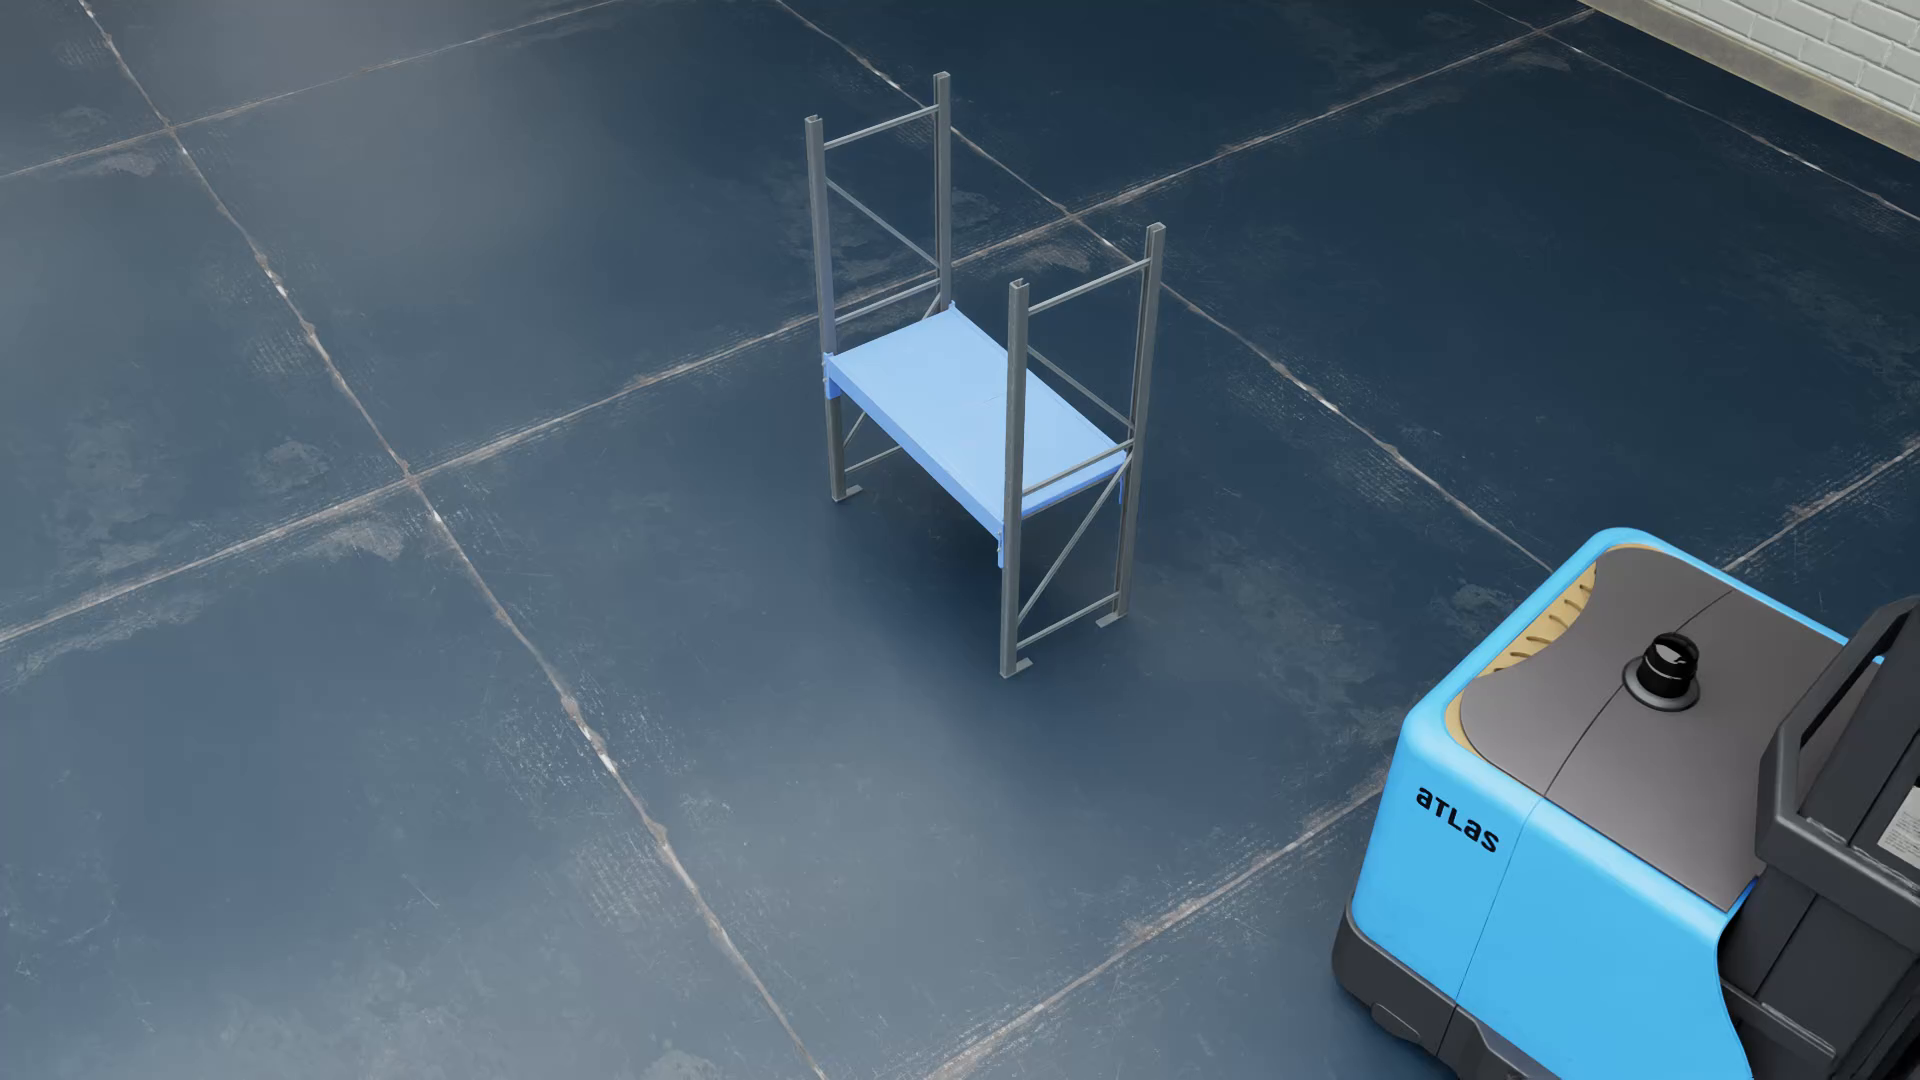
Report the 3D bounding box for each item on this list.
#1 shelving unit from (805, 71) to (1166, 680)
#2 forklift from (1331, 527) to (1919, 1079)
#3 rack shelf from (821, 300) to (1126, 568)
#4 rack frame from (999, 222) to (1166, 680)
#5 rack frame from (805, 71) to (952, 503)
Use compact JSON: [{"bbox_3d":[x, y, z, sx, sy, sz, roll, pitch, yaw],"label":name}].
[{"bbox_3d":[0.049,-0.494,5.182,0.538,1.500,1.048,-26,49,-24],"label":"shelving unit"},{"bbox_3d":[2.394,0.612,2.986,3.031,2.935,1.130,35,53,31],"label":"forklift"},{"bbox_3d":[0.049,-0.364,5.306,0.538,0.185,1.000,-26,49,-24],"label":"rack shelf"},{"bbox_3d":[0.340,-0.206,4.880,0.500,1.500,0.032,-26,49,-24],"label":"rack frame"},{"bbox_3d":[-0.242,-0.782,5.483,0.500,1.500,0.032,-26,49,-24],"label":"rack frame"}]
